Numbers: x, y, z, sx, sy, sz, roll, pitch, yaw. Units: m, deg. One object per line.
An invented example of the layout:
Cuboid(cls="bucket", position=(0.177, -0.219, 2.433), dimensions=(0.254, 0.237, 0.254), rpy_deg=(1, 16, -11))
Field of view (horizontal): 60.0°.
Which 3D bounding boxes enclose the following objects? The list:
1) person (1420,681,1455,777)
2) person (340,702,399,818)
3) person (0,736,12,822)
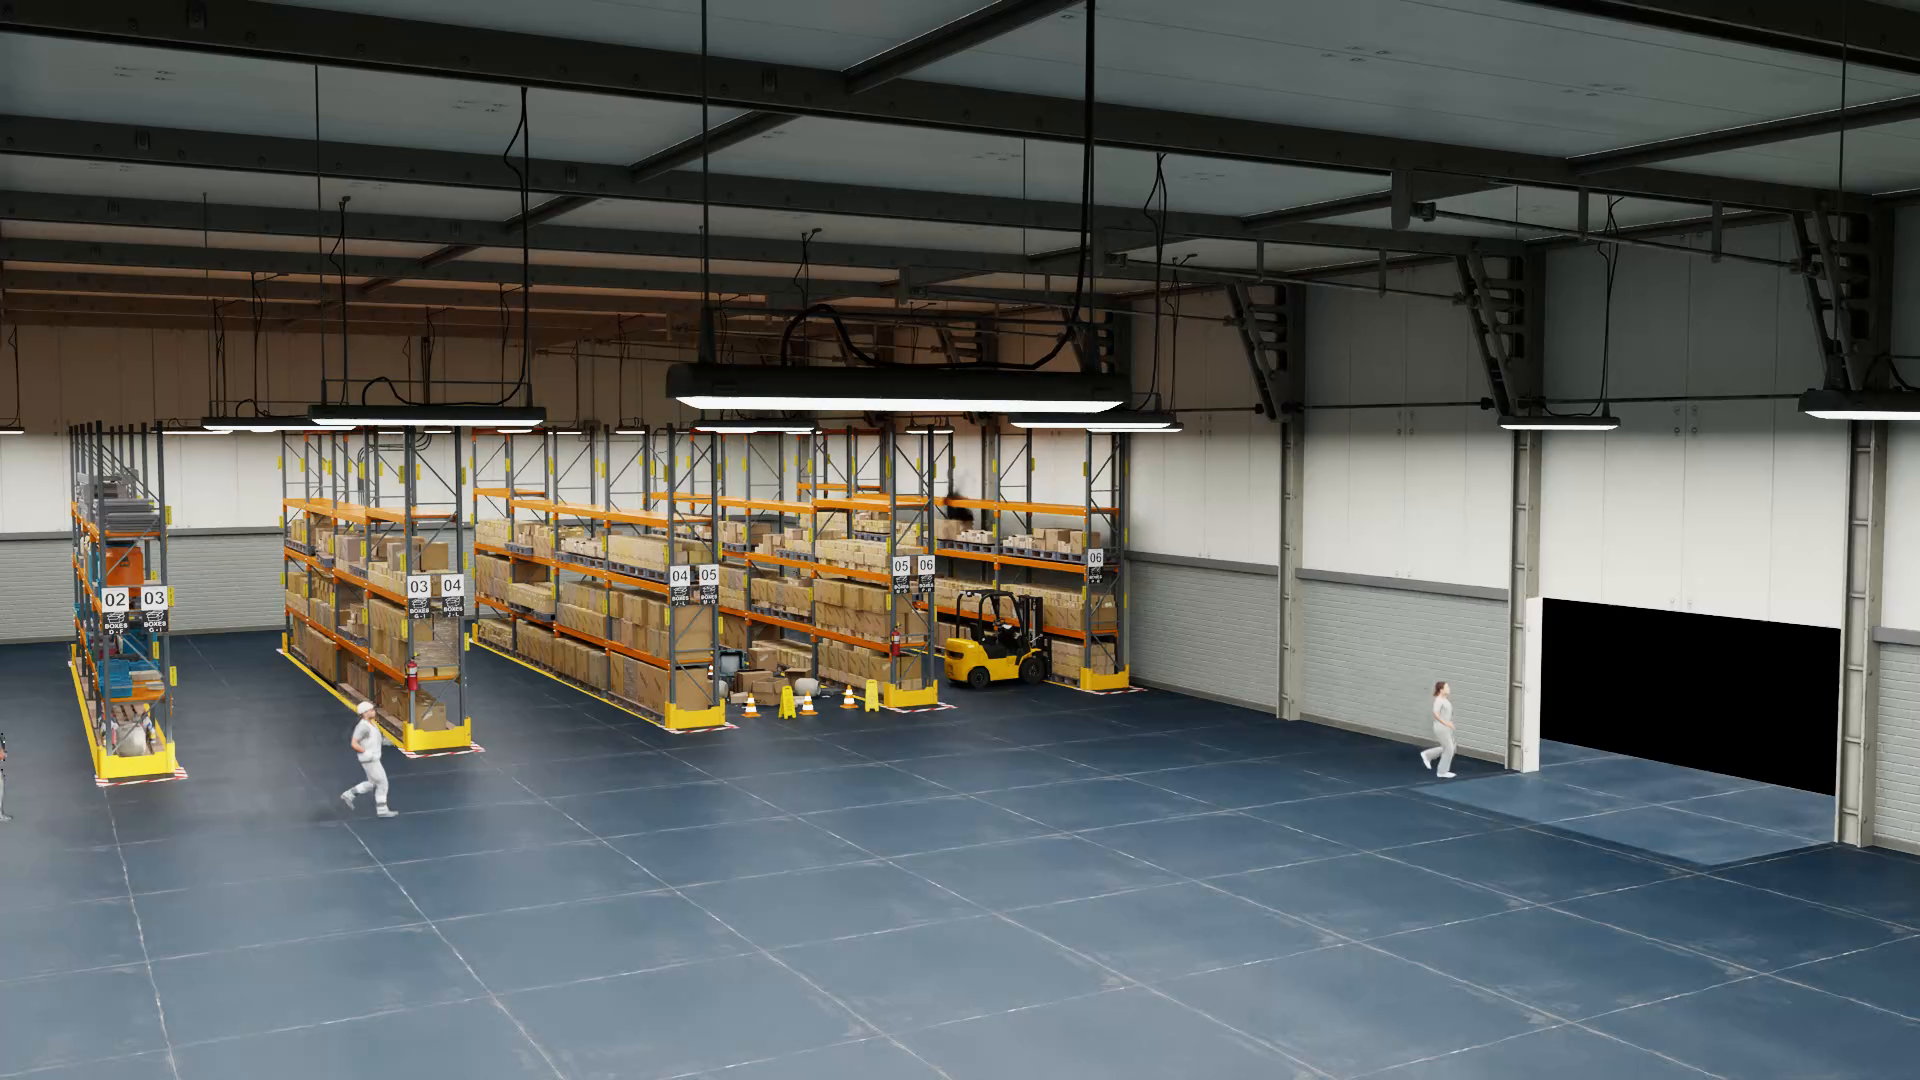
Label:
Cuboid(cls="person", position=(8.054, 3.176, 28.005), dimensions=(0.601, 1.623, 0.609), rpy_deg=(2, 4, 27))
Cuboid(cls="person", position=(-8.885, 3.302, 24.953), dimensions=(0.856, 1.757, 0.668), rpy_deg=(-1, 4, -9))
Cuboid(cls="person", position=(-14.579, 3.328, 24.743), dimensions=(0.844, 1.779, 0.670), rpy_deg=(0, 4, -3))
